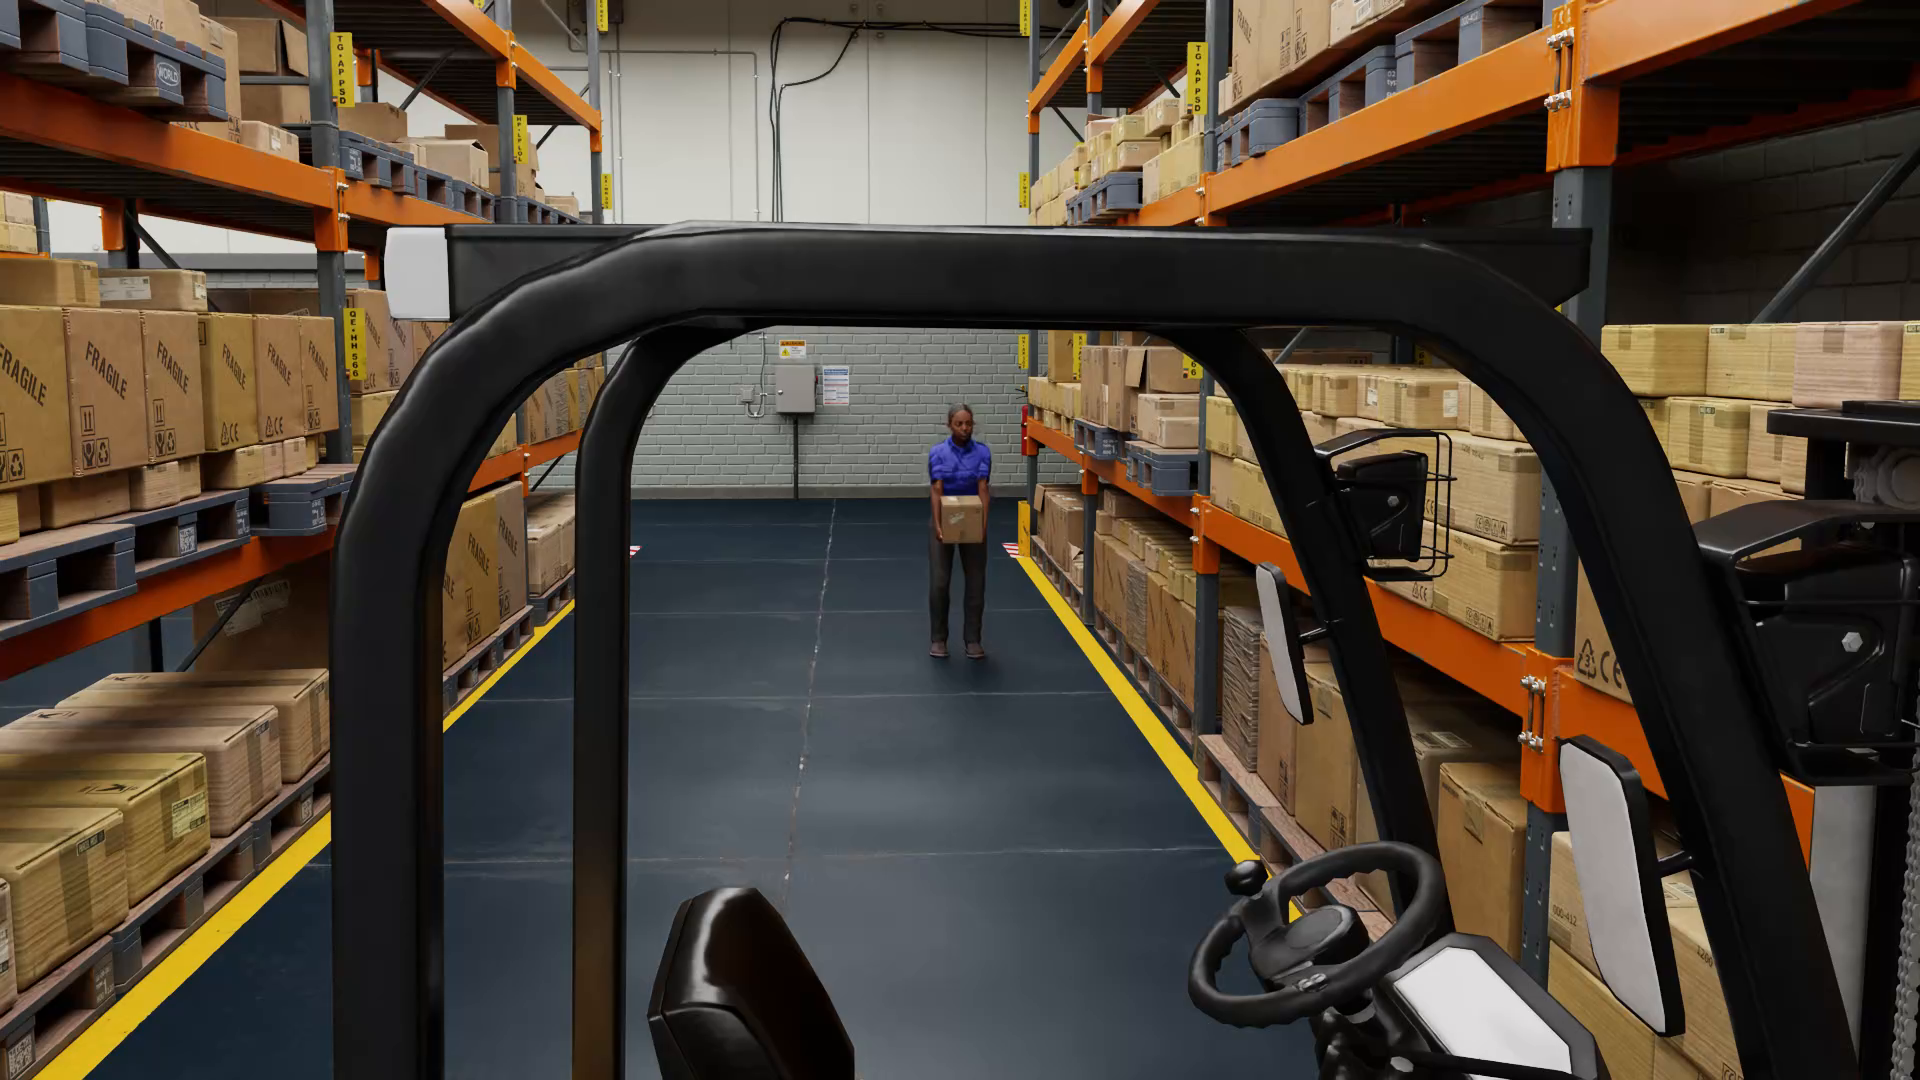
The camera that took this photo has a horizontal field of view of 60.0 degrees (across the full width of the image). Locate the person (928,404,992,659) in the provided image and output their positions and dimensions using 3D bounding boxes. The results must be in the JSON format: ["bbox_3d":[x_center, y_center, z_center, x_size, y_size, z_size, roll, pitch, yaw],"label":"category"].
[{"bbox_3d":[0.004,-0.056,10.794,0.413,1.652,0.521,-1,7,-5],"label":"person"}]
